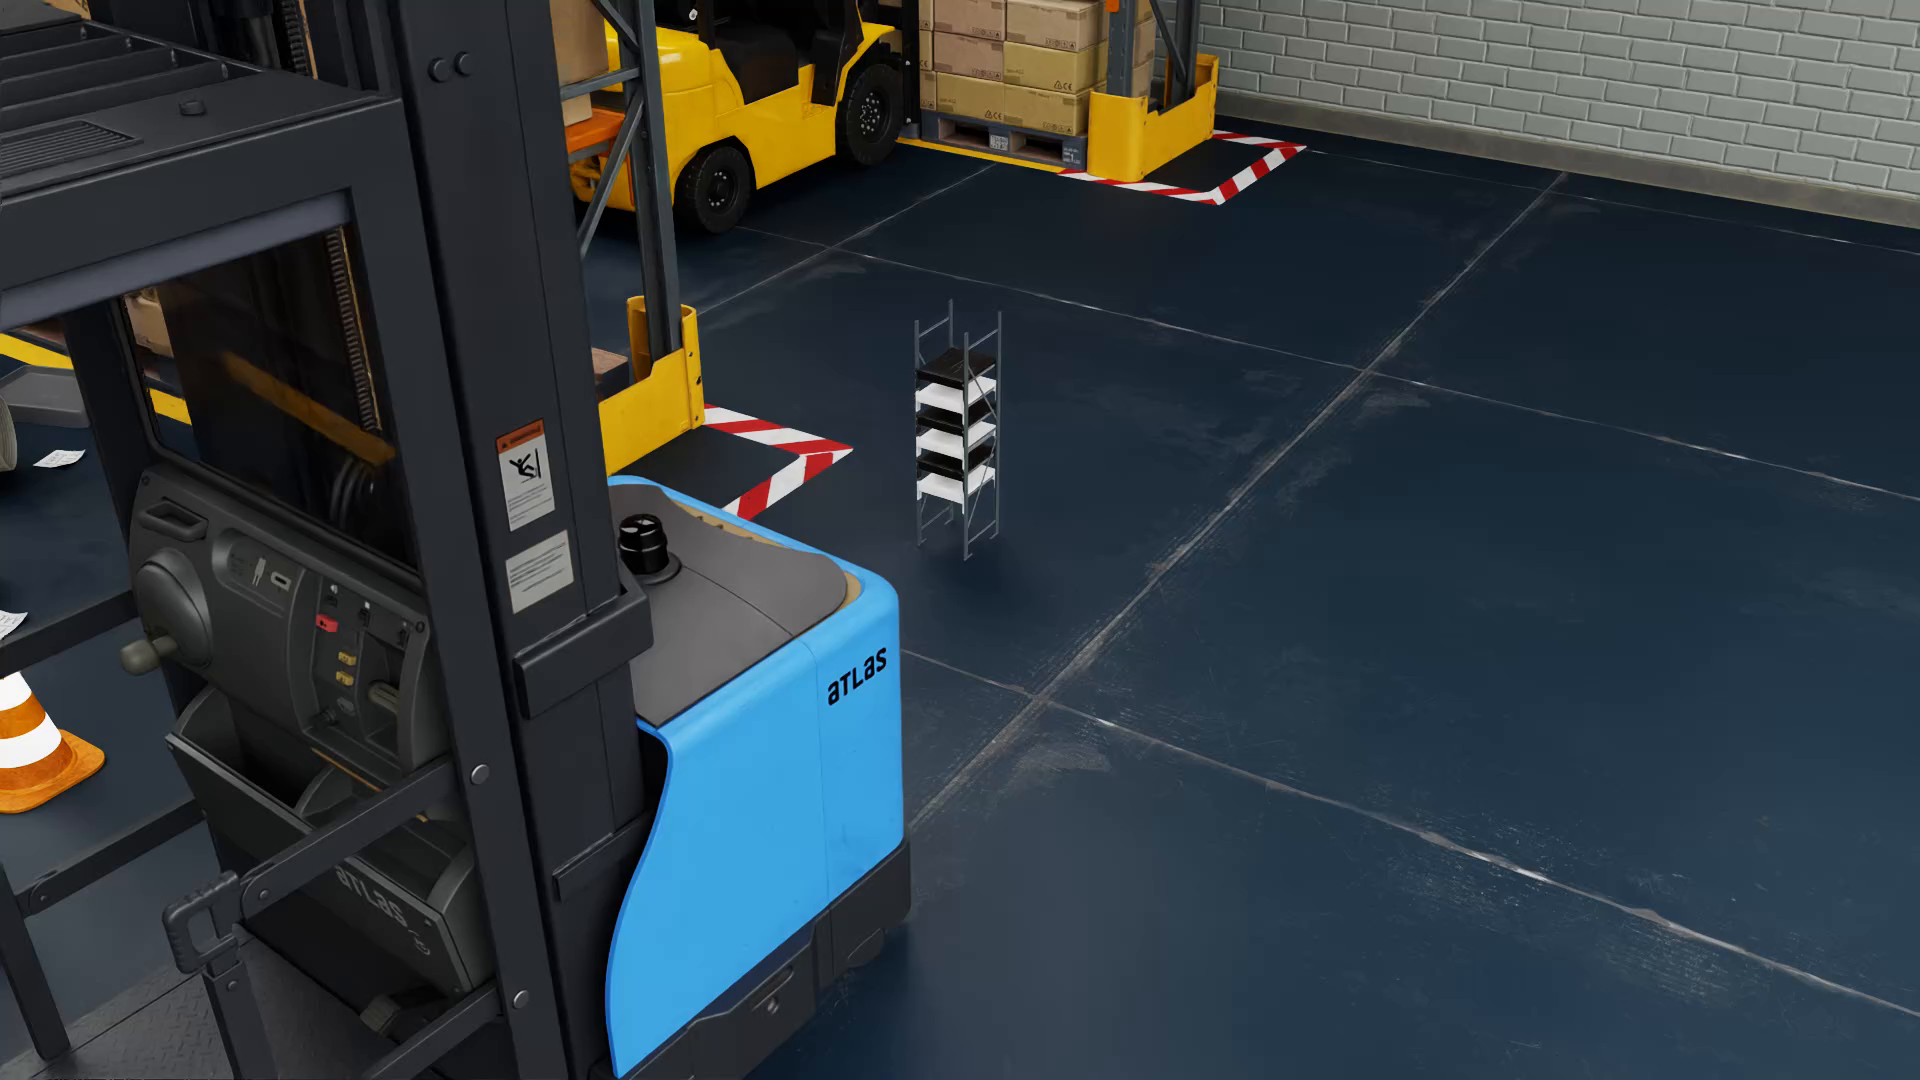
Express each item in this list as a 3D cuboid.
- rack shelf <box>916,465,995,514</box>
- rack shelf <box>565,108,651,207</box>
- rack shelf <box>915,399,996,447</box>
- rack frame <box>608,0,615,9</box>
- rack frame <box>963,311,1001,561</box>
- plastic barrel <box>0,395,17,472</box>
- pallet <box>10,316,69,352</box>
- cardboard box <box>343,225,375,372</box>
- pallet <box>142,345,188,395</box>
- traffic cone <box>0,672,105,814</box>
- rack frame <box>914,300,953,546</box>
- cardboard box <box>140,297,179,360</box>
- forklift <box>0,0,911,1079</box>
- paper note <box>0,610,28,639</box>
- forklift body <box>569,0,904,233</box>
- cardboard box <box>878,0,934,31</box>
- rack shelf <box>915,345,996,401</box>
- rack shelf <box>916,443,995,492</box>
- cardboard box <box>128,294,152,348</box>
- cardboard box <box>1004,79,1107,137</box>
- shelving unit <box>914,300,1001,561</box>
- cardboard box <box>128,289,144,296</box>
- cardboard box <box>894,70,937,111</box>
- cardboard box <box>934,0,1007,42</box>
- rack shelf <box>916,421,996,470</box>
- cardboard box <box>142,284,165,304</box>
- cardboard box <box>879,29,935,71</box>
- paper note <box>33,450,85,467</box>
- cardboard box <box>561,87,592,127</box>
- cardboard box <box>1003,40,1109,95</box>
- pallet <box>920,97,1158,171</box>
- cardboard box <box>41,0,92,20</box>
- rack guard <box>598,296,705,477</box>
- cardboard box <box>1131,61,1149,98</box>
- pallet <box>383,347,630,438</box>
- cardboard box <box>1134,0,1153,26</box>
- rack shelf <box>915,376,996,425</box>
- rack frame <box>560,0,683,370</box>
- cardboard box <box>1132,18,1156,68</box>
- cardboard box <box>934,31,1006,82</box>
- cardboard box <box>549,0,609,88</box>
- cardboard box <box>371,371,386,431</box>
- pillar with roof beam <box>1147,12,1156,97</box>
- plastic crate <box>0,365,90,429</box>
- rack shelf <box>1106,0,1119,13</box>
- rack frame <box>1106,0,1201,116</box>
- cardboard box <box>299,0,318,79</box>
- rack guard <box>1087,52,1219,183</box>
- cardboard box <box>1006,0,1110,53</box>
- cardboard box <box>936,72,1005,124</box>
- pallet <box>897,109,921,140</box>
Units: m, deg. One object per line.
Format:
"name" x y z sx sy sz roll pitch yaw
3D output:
"rack shelf" -0.007 -0.207 6.134 0.200 0.077 0.258 18 35 27
"rack shelf" -3.153 -1.818 7.104 4.000 0.370 1.077 18 35 27
"rack shelf" -0.007 -0.440 5.998 0.200 0.077 0.258 18 35 27
"rack frame" -2.211 -4.784 11.474 0.127 3.000 1.000 18 35 27
"rack frame" 0.079 -0.364 5.980 0.006 0.900 0.240 18 35 27
"plastic barrel" -4.013 -0.387 6.494 0.512 0.421 0.421 -9 32 -15
"pallet" -4.259 -1.295 8.261 1.213 0.211 1.003 18 35 27
"cardboard box" -2.276 -1.014 6.579 0.500 0.500 0.500 18 35 28
"pallet" -3.222 -0.969 7.701 1.213 0.211 1.003 18 35 27
"traffic cone" -2.811 0.503 4.929 0.334 0.463 0.336 18 35 27
"rack frame" -0.093 -0.418 6.074 0.006 0.900 0.240 18 35 27
"cardboard box" -3.168 -0.968 7.245 0.500 0.250 0.500 16 34 26
"forklift" -1.424 0.202 2.995 1.130 2.935 3.031 21 36 32
"paper note" -3.318 0.286 5.730 0.142 0.019 0.148 6 31 10
"forklift body" -1.399 -3.075 9.387 1.214 2.155 2.313 18 35 27
"cardboard box" -0.248 -3.394 10.410 0.500 0.250 0.500 18 35 28
"rack shelf" -0.007 -0.595 5.908 0.200 0.077 0.258 18 35 27
"rack shelf" -0.007 -0.284 6.089 0.200 0.077 0.258 18 35 27
"cardboard box" -3.582 -1.106 7.481 0.500 0.250 0.500 17 34 27
"cardboard box" 0.611 -2.697 10.209 0.500 0.250 0.500 18 35 28
"shelving unit" -0.007 -0.391 6.027 0.210 0.900 0.258 18 35 27
"cardboard box" -3.593 -1.431 7.294 0.500 0.500 0.500 20 36 30
"cardboard box" -0.225 -2.972 10.680 0.500 0.250 0.500 18 35 28
"cardboard box" 0.185 -3.263 10.186 0.500 0.250 0.500 18 35 28
"rack shelf" -0.007 -0.362 6.044 0.200 0.077 0.258 18 35 27
"cardboard box" -3.144 -1.291 7.053 0.500 0.500 0.500 17 34 26
"cardboard box" -0.269 -3.187 10.553 0.500 0.250 0.500 17 34 26
"paper note" -3.681 -0.338 6.799 0.148 0.019 0.142 6 31 10
"cardboard box" -1.637 -1.664 6.375 0.250 0.149 0.380 18 35 28
"cardboard box" 0.598 -2.919 10.093 0.500 0.250 0.500 17 34 27
"pallet" 0.507 -2.695 10.660 1.213 0.211 1.003 18 35 27
"cardboard box" -3.328 -2.208 6.664 0.500 0.500 0.500 18 35 28
"rack guard" -1.524 -0.534 6.669 0.348 0.500 1.175 18 35 27
"cardboard box" 0.864 -2.921 10.593 0.500 0.250 0.500 18 35 28
"pallet" -2.193 -0.642 7.140 1.213 0.211 1.003 18 35 27
"cardboard box" 0.870 -3.348 10.331 0.500 0.250 0.500 17 34 27
"rack shelf" -0.007 -0.518 5.953 0.200 0.077 0.258 18 35 27
"rack frame" -1.459 -1.593 6.004 0.127 3.000 1.000 18 35 27
"cardboard box" 0.889 -3.137 10.466 0.500 0.250 0.500 18 35 28
"cardboard box" 0.179 -3.058 10.331 0.500 0.250 0.500 17 34 27
"cardboard box" -1.713 -2.010 6.324 0.500 0.500 0.500 17 34 27
"cardboard box" -2.307 -0.695 6.776 0.500 0.250 0.500 17 34 27
"pillar with roof beam" -1.223 -5.038 5.955 0.400 9.000 9.100 18 35 27
"plastic crate" -3.953 -0.633 7.256 0.583 0.080 0.402 6 31 10
"rack shelf" -0.517 -3.938 10.737 4.000 0.370 1.077 18 35 27
"rack frame" 1.177 -3.713 9.637 0.127 3.000 1.000 18 35 27
"cardboard box" -2.065 -1.793 5.951 0.500 0.500 0.500 17 34 26
"rack guard" 1.197 -2.626 10.256 0.348 0.500 1.175 18 35 27
"cardboard box" 0.621 -3.128 9.955 0.500 0.250 0.500 19 35 29
"cardboard box" 0.194 -2.835 10.444 0.500 0.250 0.500 18 35 27
"pallet" -0.523 -3.022 11.221 1.213 0.211 1.003 18 35 27
